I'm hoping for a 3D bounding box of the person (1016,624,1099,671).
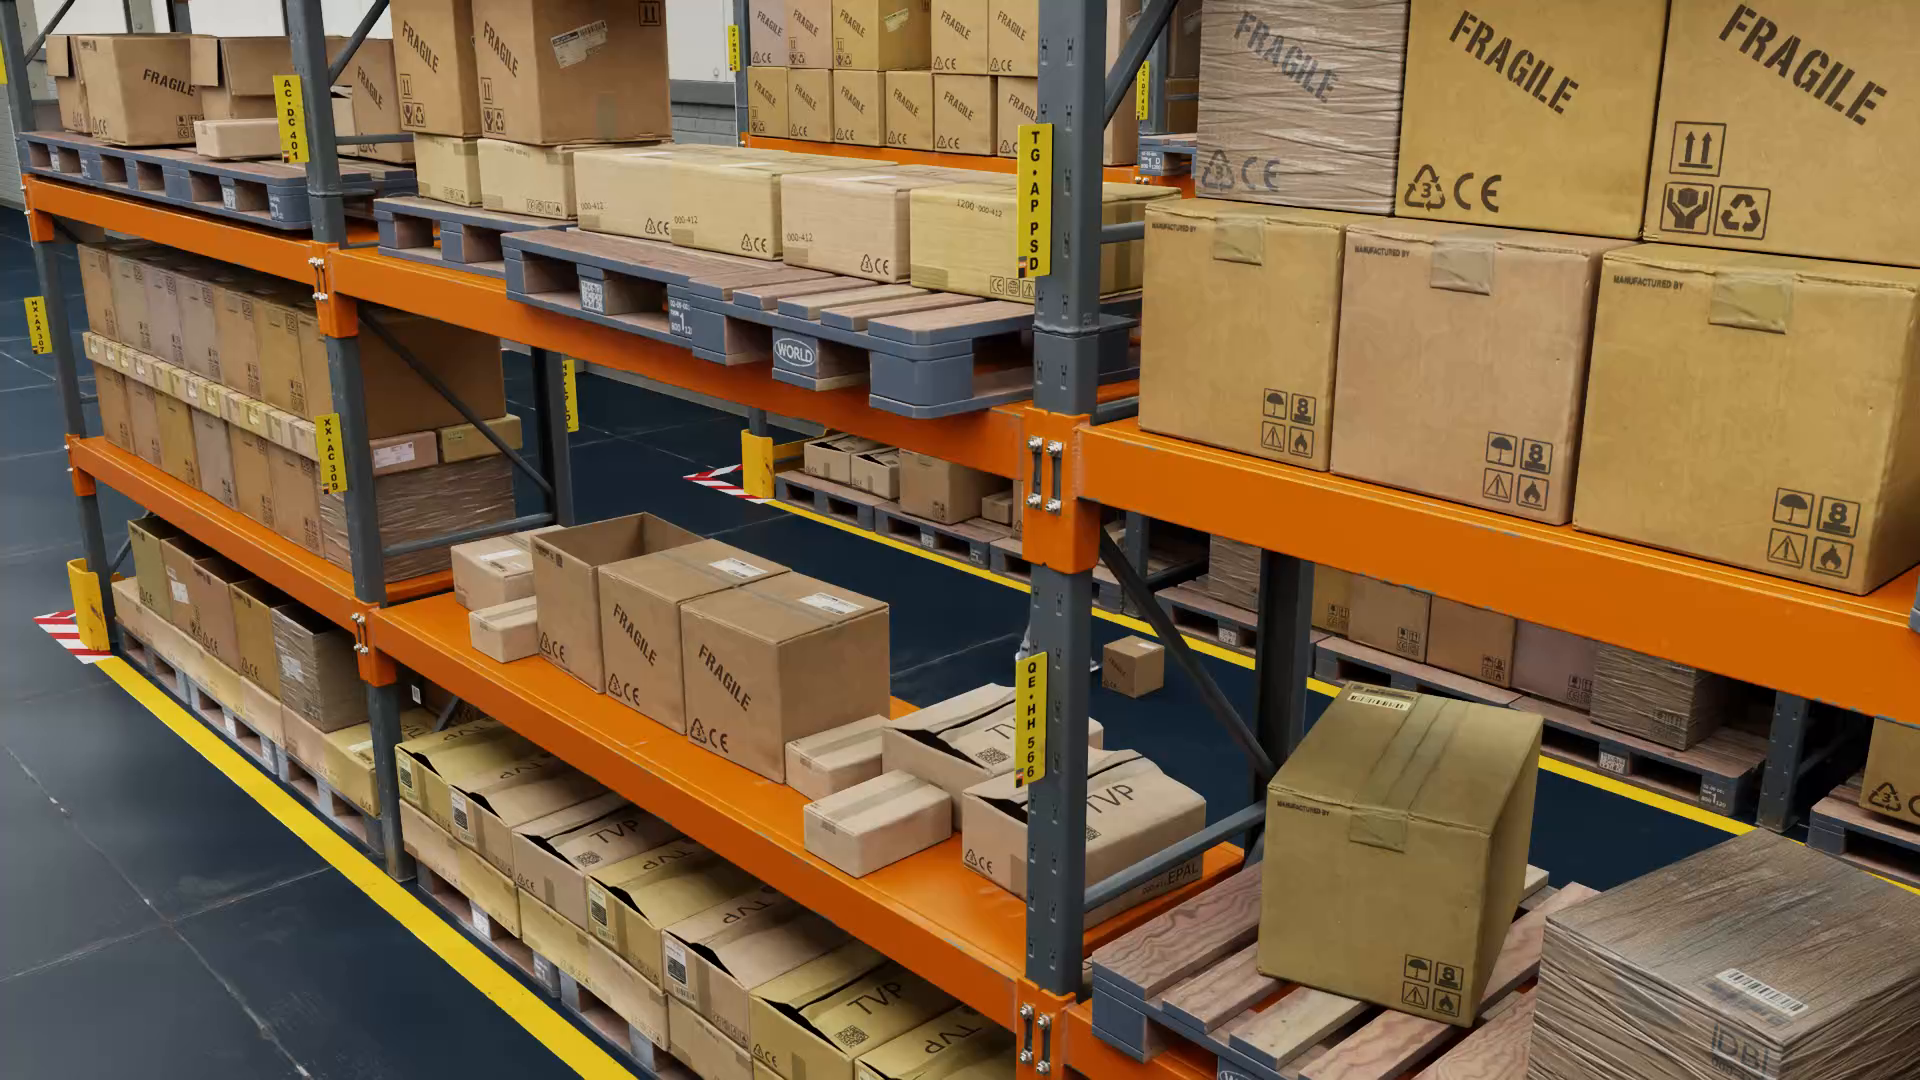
[{"bbox_3d":[0.600,0.026,9.569,0.419,1.658,0.437,12,21,33],"label":"person"}]
